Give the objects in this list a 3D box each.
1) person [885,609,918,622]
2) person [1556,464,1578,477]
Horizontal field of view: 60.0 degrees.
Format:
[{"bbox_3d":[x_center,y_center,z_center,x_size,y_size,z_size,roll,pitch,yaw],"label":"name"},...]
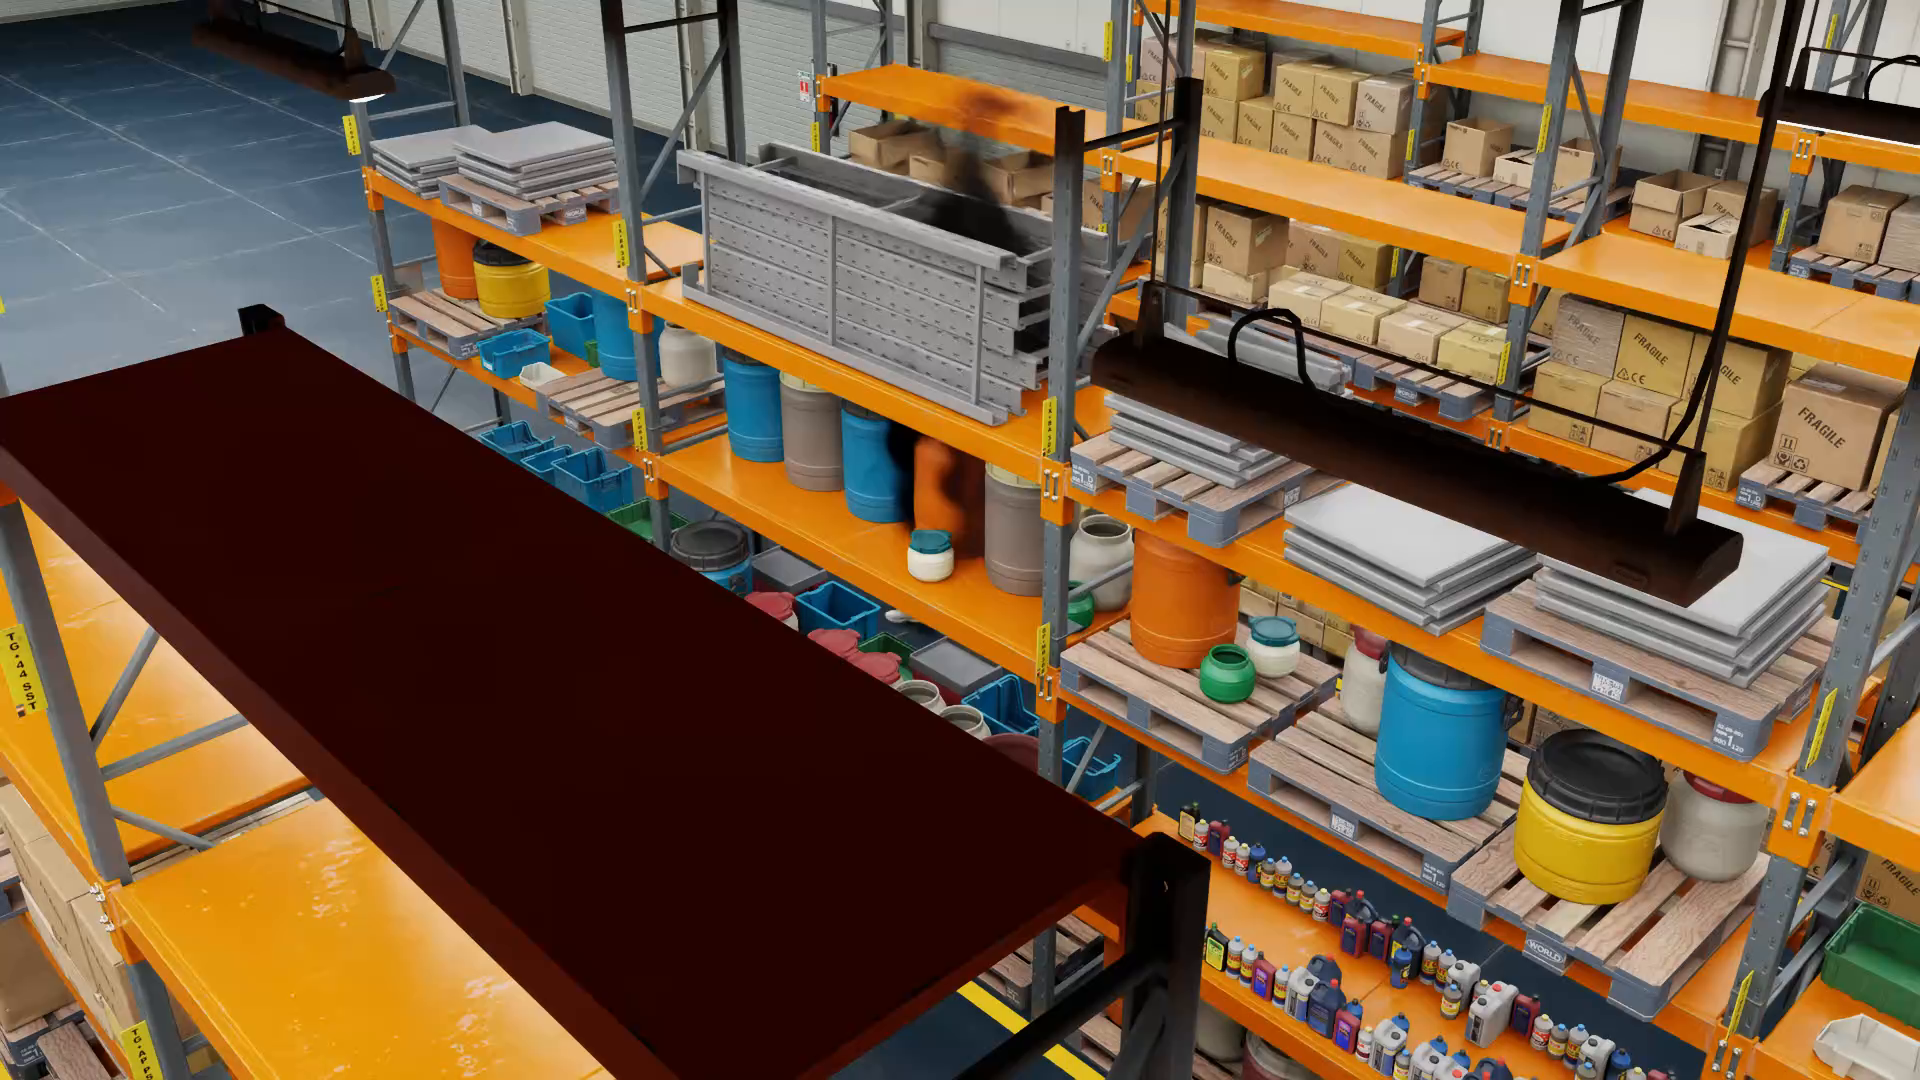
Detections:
[{"bbox_3d":[-0.235,0.014,14.980,0.977,1.772,0.696,12,30,21],"label":"person"},{"bbox_3d":[5.367,-0.041,15.167,0.690,1.649,0.585,22,35,35],"label":"person"}]
